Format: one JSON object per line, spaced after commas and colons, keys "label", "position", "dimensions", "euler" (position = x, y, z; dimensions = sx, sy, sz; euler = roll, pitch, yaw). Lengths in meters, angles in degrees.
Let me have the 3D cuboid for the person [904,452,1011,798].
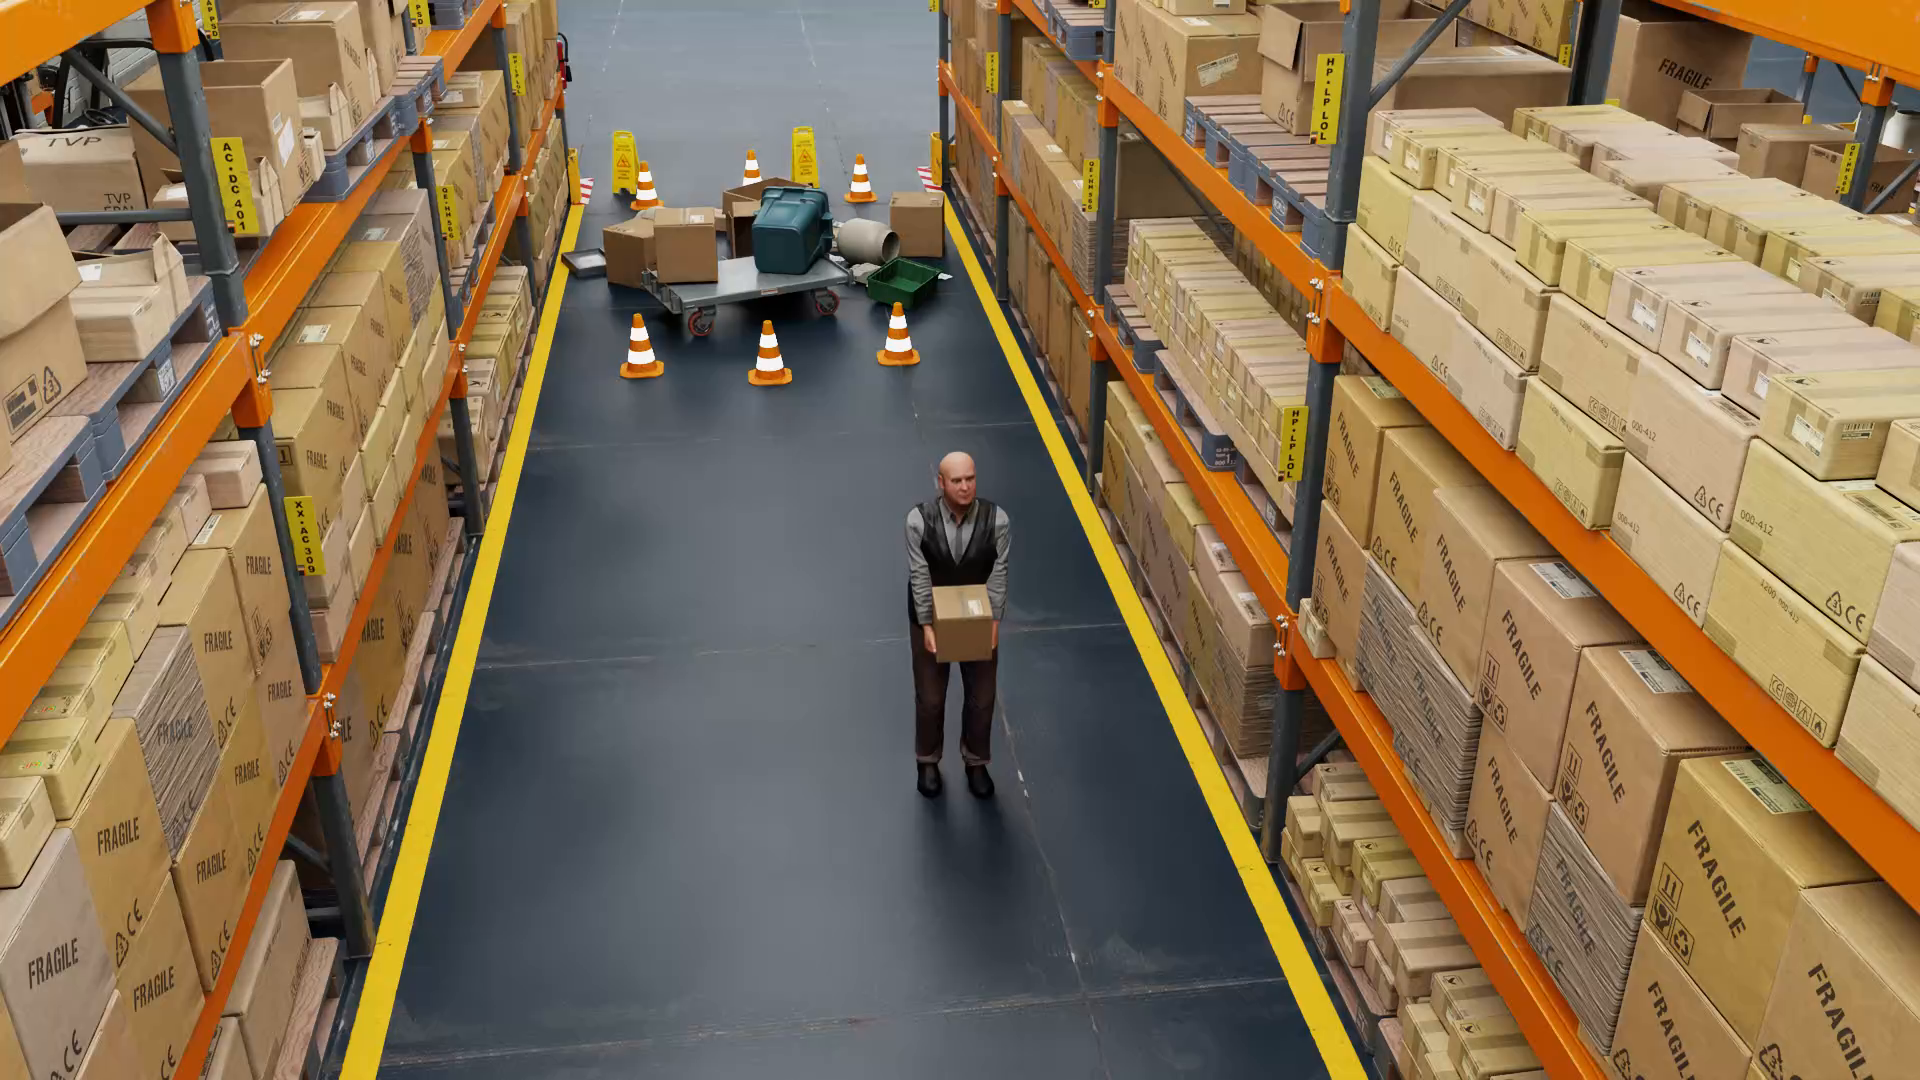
{"label": "person", "position": [0.004, 0.440, 7.789], "dimensions": [0.494, 1.713, 0.556], "euler": [-3, 27, -6]}
